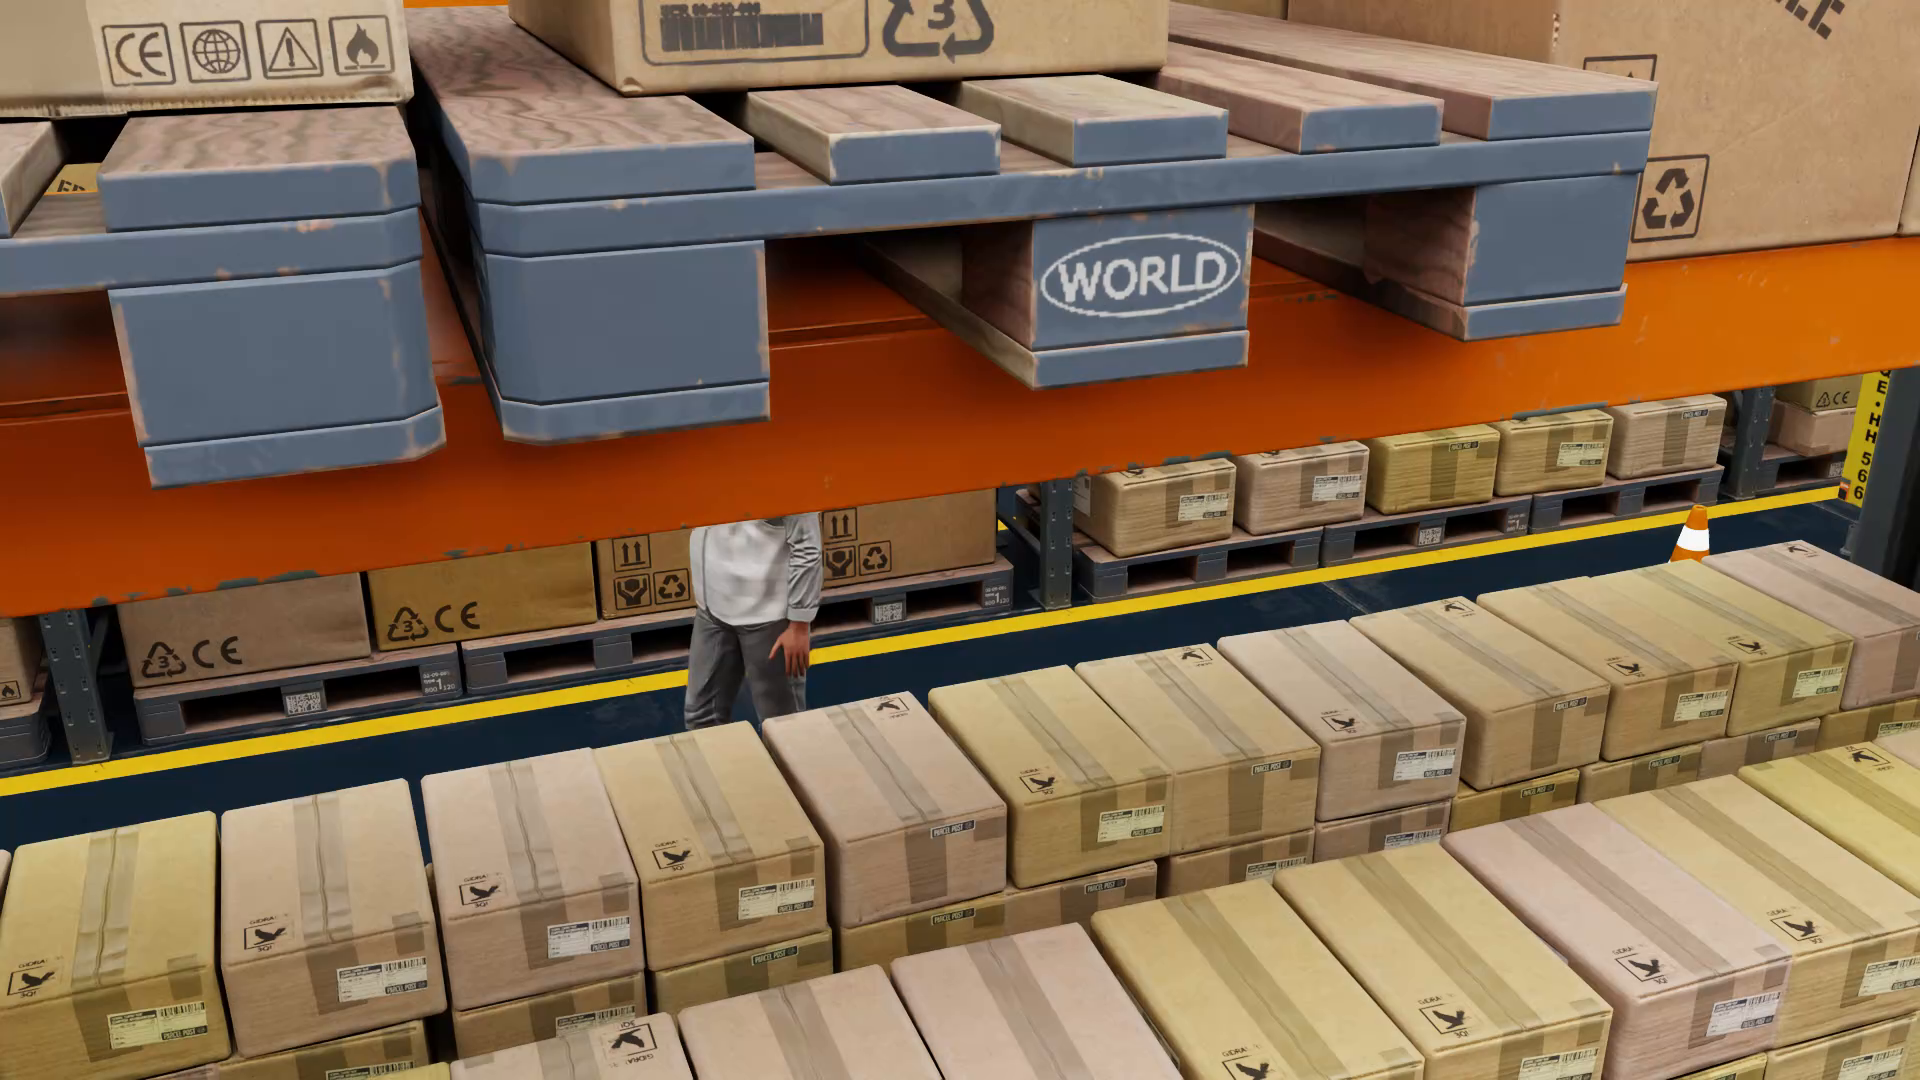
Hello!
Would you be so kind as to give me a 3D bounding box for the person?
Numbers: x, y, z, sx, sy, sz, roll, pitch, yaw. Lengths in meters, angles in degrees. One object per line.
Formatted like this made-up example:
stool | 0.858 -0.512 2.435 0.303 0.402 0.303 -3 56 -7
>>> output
person | -0.732 0.231 5.495 0.753 1.748 0.568 -16 27 -34
